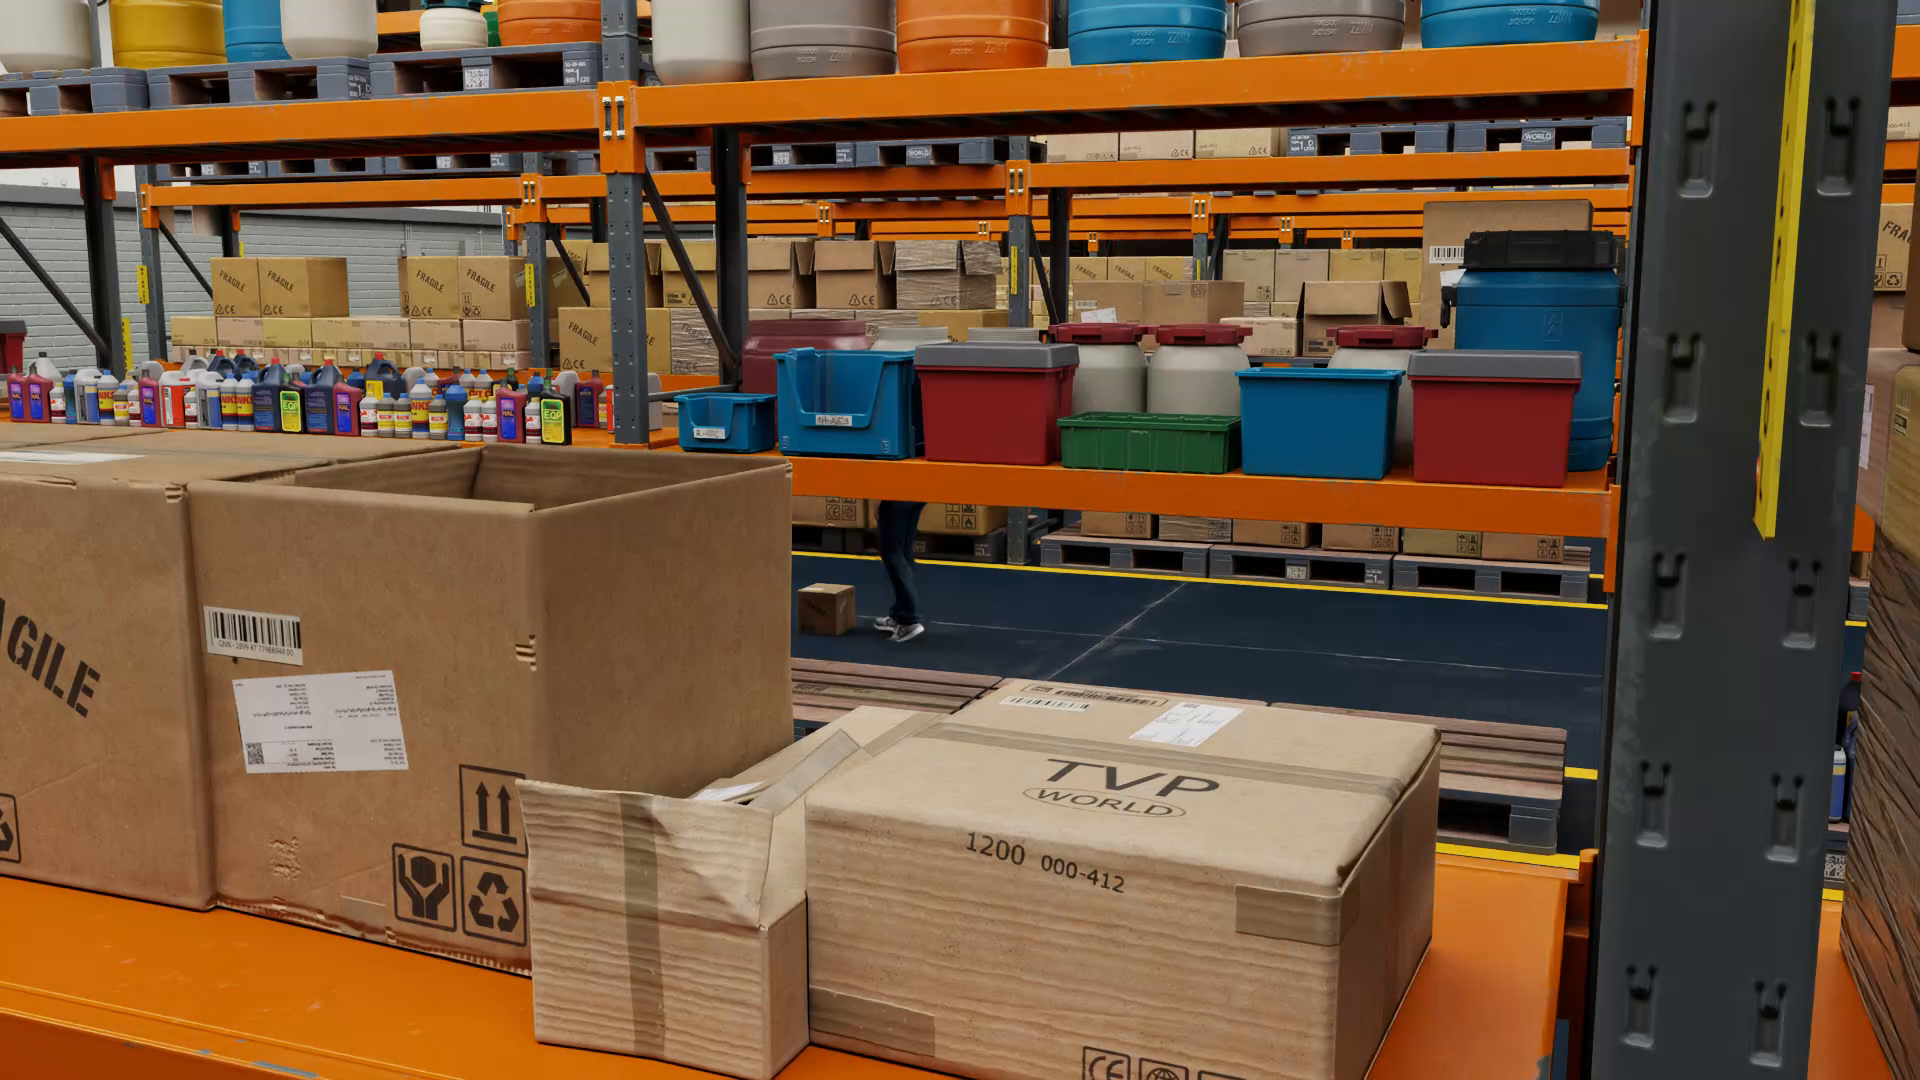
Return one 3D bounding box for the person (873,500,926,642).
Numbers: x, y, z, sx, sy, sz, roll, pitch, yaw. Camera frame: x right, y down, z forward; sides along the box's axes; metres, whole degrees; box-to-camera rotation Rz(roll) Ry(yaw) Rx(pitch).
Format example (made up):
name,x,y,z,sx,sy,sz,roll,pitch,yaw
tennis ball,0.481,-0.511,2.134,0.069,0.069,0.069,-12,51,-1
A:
name,x,y,z,sx,sy,sz,roll,pitch,yaw
person,-0.355,-0.217,9.414,0.422,1.665,0.461,5,10,28
